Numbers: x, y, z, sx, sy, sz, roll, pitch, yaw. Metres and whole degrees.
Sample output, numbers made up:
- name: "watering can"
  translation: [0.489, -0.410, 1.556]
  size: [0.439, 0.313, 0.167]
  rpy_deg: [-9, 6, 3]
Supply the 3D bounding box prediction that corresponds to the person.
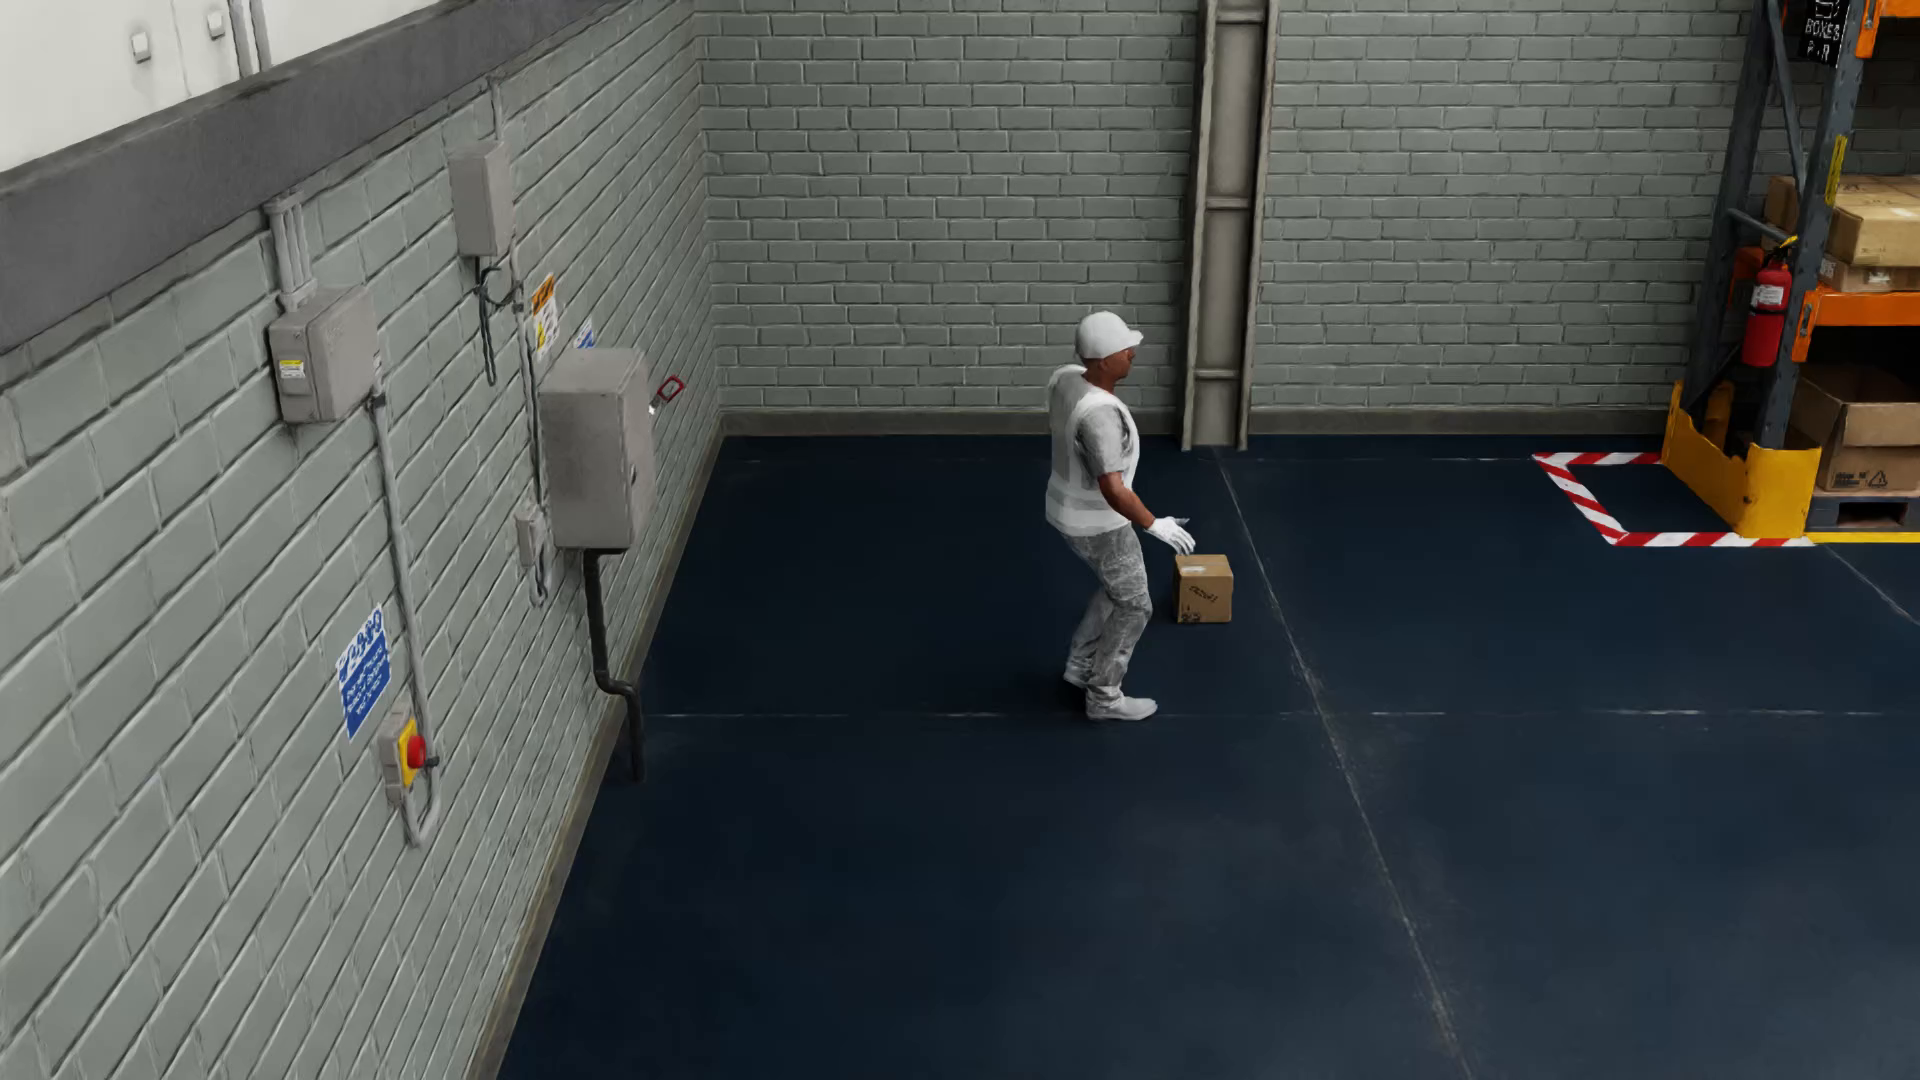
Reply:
- name: "person"
  translation: [0.618, -0.083, 6.859]
  size: [0.484, 1.762, 0.743]
  rpy_deg: [-7, 25, -15]
